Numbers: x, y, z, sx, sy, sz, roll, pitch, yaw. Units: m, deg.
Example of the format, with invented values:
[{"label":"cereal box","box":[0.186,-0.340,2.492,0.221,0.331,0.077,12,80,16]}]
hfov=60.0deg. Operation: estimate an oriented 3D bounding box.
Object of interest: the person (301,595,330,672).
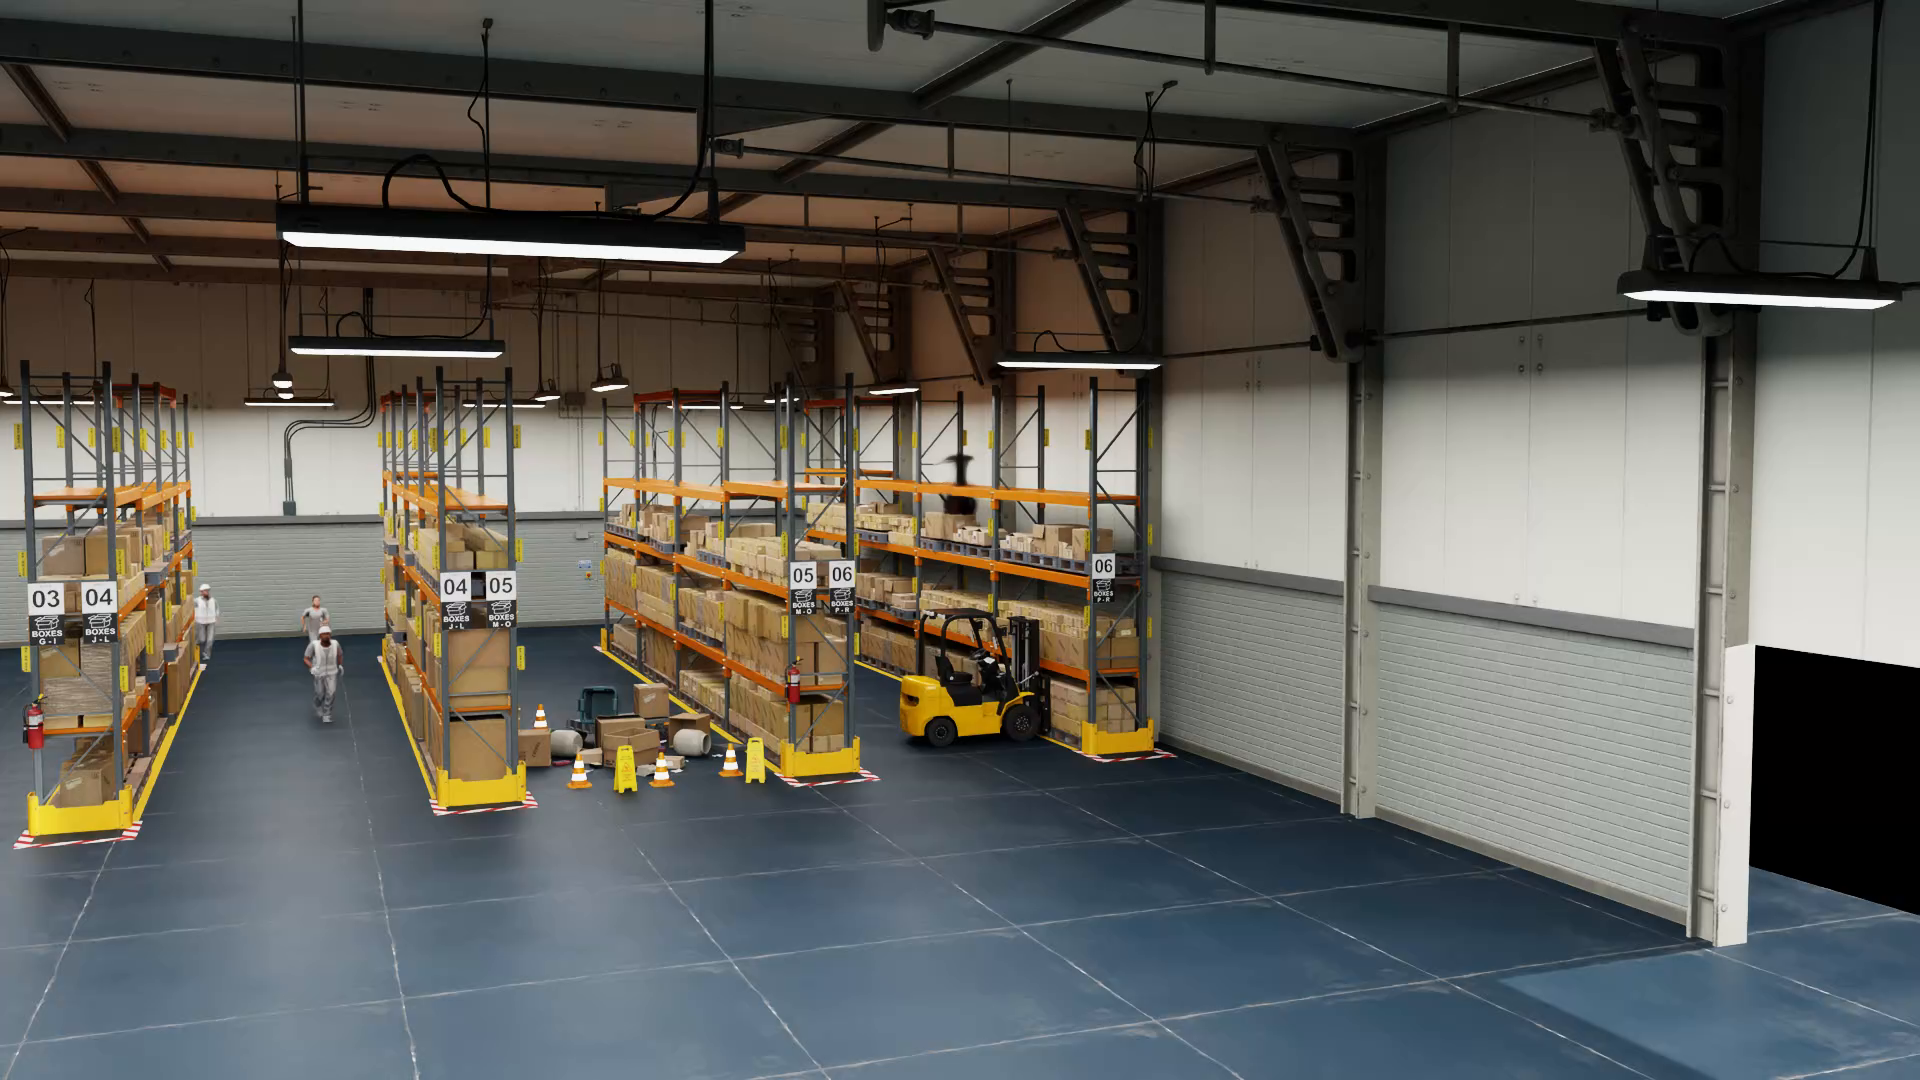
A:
[{"label":"person","box":[-13.780,2.026,35.602,0.552,1.688,0.703,-2,4,-29]}]

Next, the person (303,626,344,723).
[{"label":"person","box":[-11.299,2.375,29.529,0.682,1.729,0.710,-2,4,-30]}]

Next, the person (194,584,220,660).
[{"label":"person","box":[-17.174,1.871,37.847,0.669,1.734,0.557,-2,4,-35]}]
